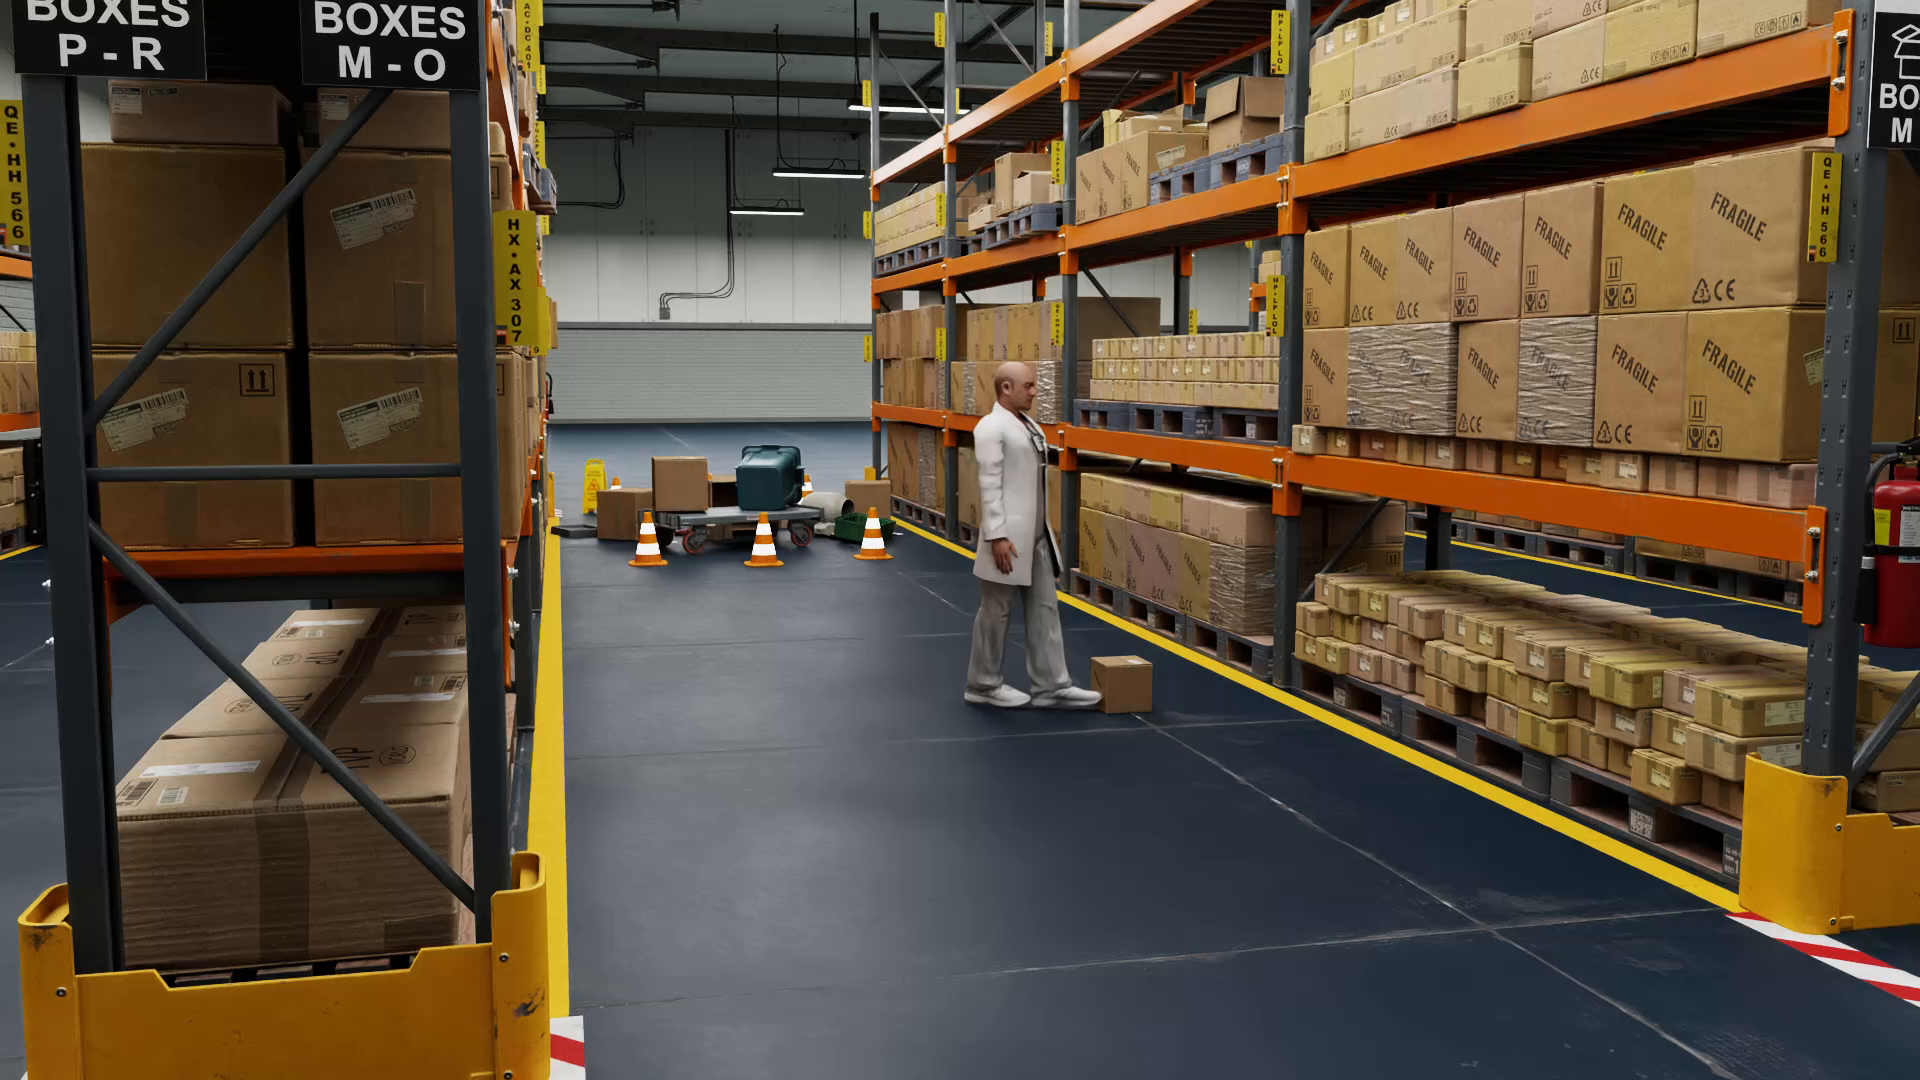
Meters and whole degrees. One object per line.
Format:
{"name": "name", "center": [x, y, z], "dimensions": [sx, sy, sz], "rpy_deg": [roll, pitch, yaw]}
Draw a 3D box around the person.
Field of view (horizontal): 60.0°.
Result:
{"name": "person", "center": [0.360, -0.023, 8.495], "dimensions": [0.700, 1.770, 0.590], "rpy_deg": [3, 7, 30]}
